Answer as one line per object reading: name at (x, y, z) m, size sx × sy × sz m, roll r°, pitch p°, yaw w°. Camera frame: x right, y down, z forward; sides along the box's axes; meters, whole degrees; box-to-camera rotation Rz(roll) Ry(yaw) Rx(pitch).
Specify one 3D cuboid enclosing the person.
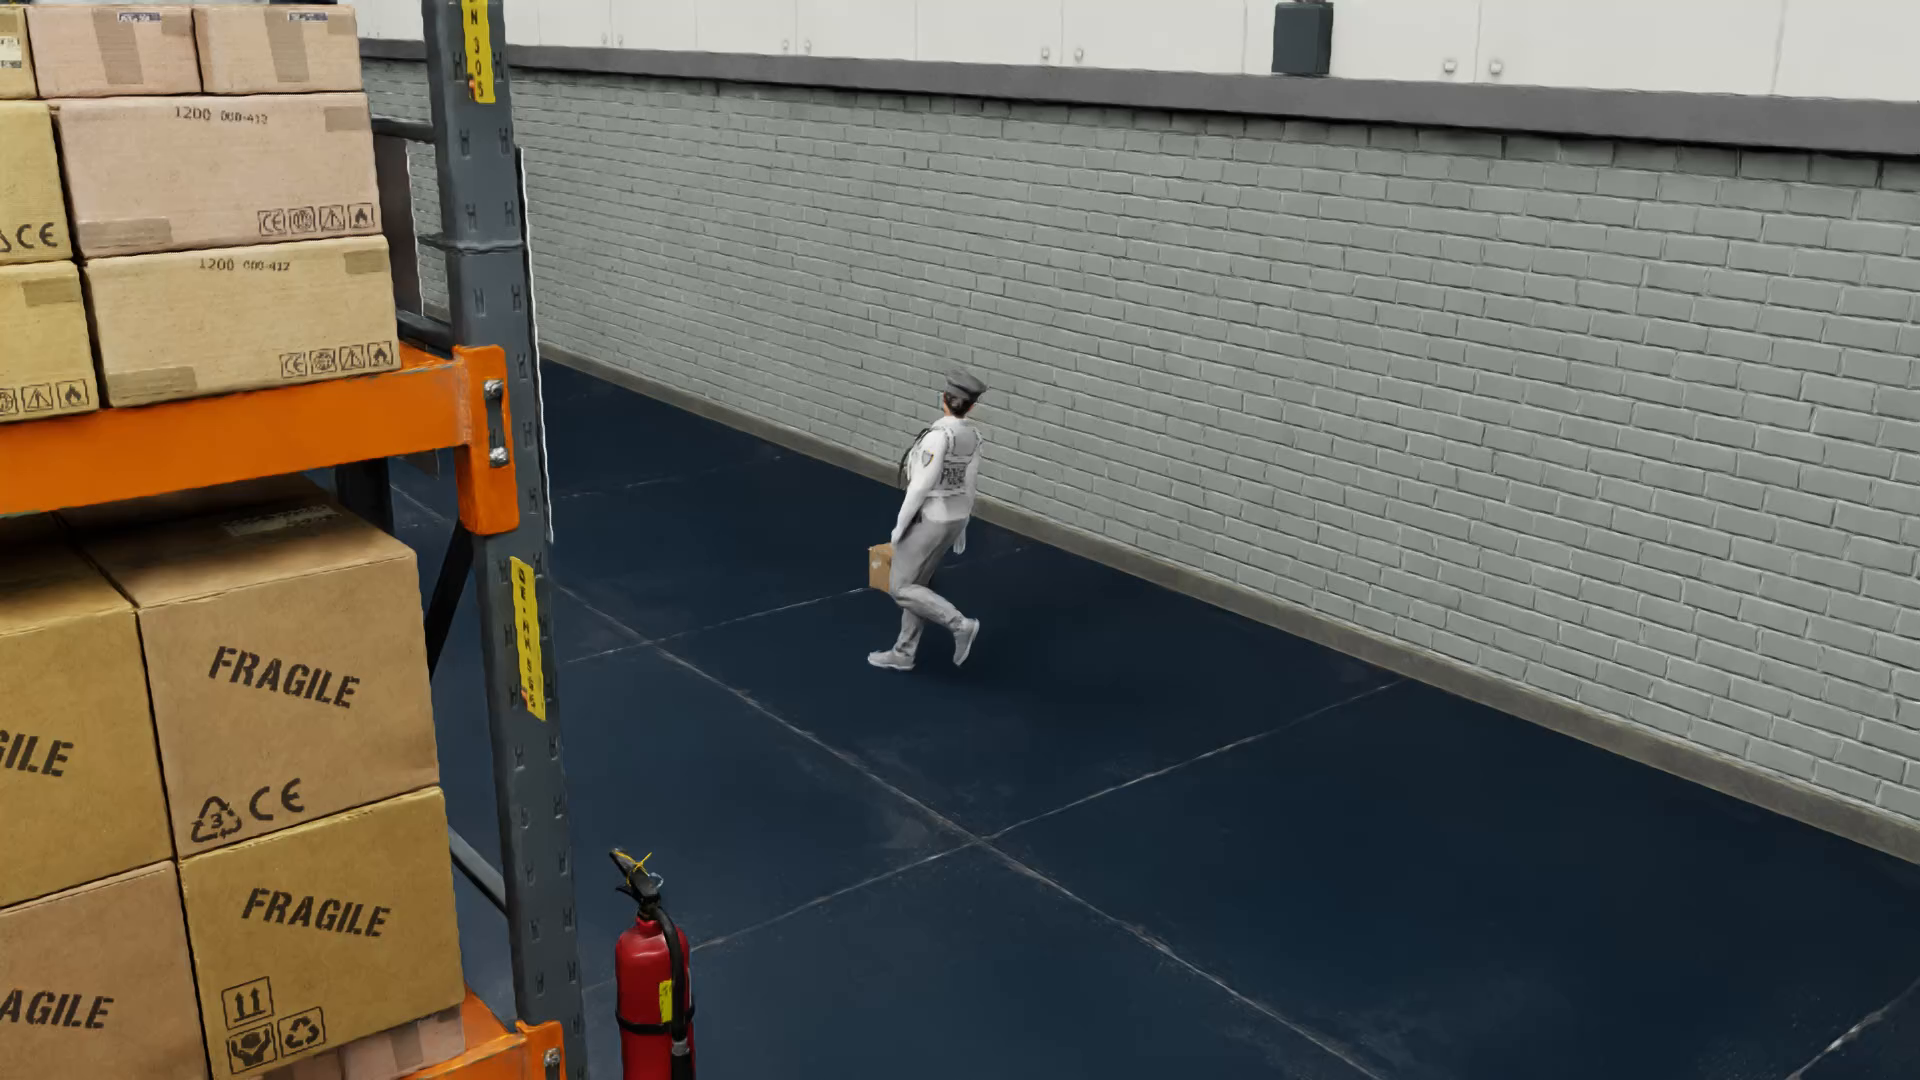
person at (-0.131, -0.086, 8.867) m, size 0.701 × 1.625 × 0.535 m, roll 11°, pitch 21°, yaw 30°
